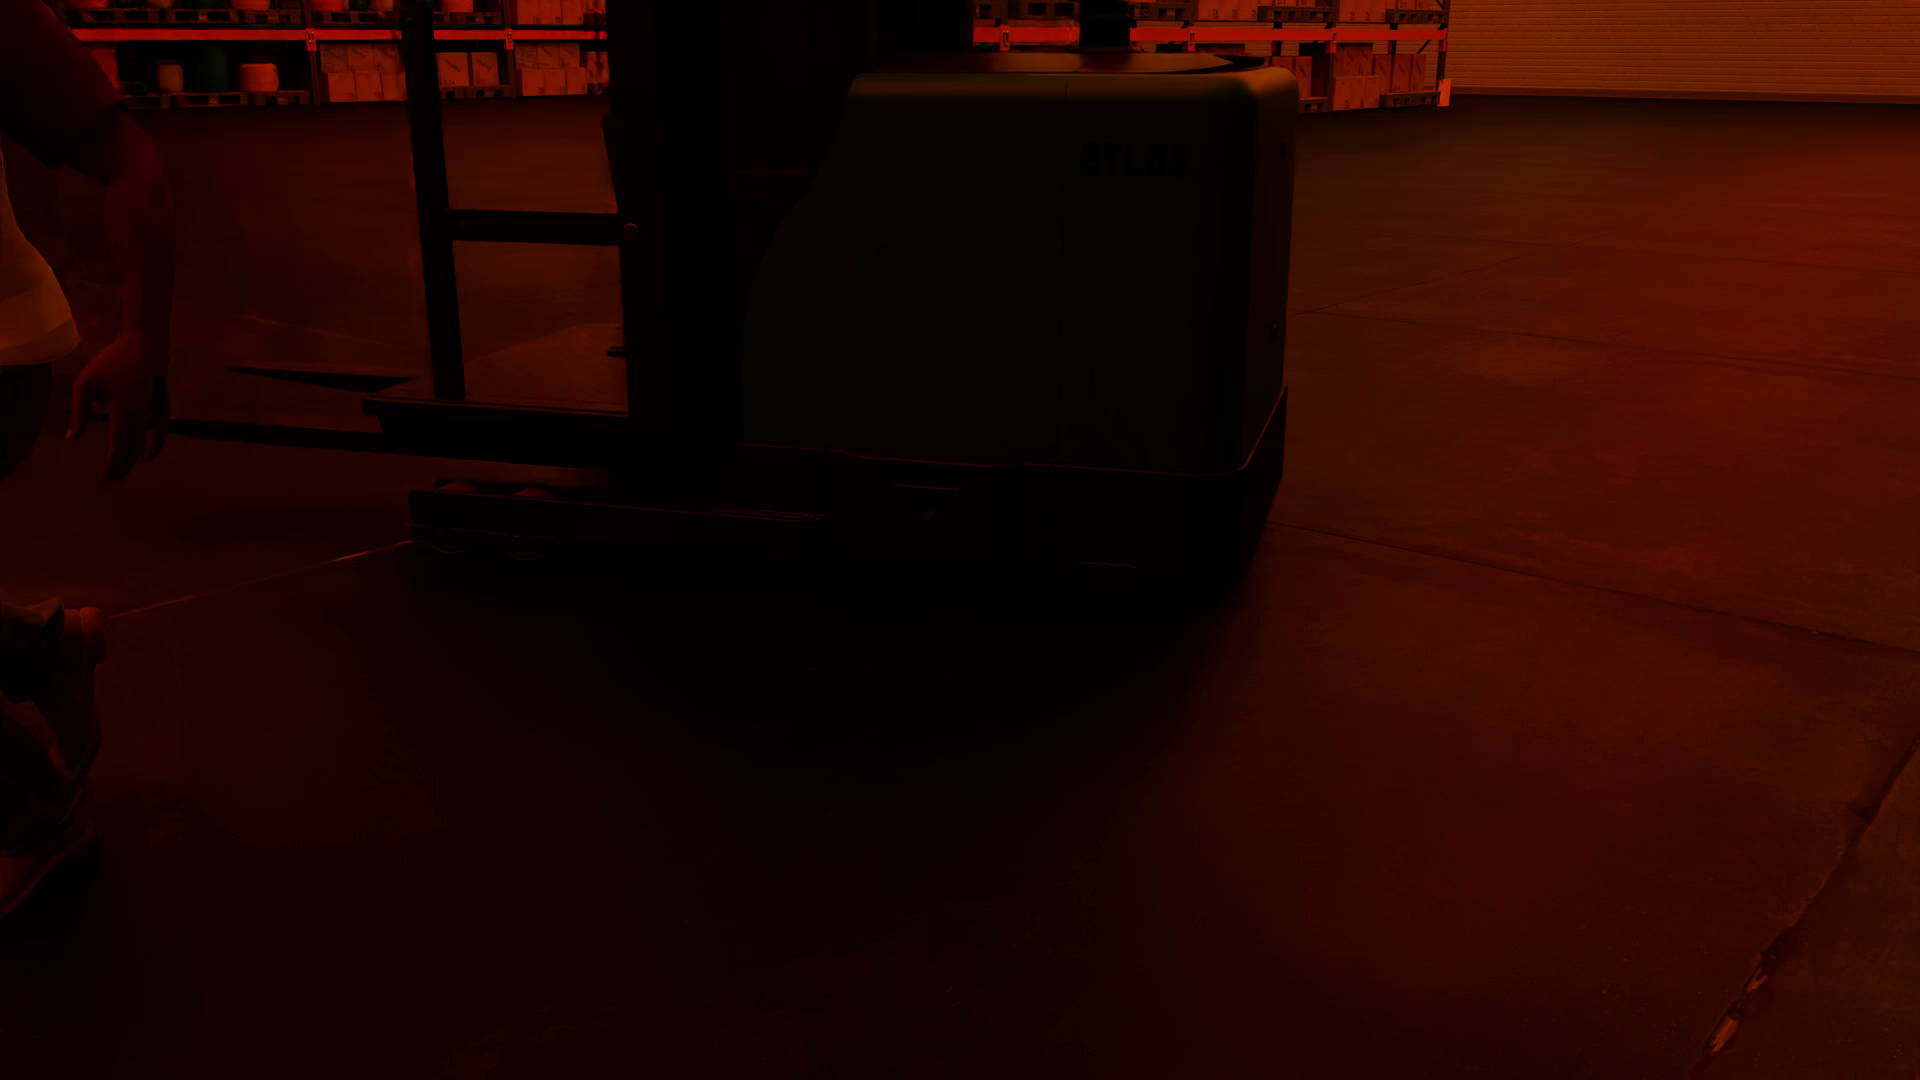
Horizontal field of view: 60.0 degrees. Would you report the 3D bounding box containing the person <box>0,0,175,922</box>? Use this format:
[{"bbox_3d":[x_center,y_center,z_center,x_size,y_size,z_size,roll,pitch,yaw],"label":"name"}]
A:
[{"bbox_3d":[-1.419,-0.271,2.200,0.873,1.556,0.647,5,18,15],"label":"person"}]

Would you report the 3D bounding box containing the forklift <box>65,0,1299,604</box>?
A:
[{"bbox_3d":[-0.758,-1.494,3.818,3.031,2.935,1.130,5,18,15],"label":"forklift"}]
